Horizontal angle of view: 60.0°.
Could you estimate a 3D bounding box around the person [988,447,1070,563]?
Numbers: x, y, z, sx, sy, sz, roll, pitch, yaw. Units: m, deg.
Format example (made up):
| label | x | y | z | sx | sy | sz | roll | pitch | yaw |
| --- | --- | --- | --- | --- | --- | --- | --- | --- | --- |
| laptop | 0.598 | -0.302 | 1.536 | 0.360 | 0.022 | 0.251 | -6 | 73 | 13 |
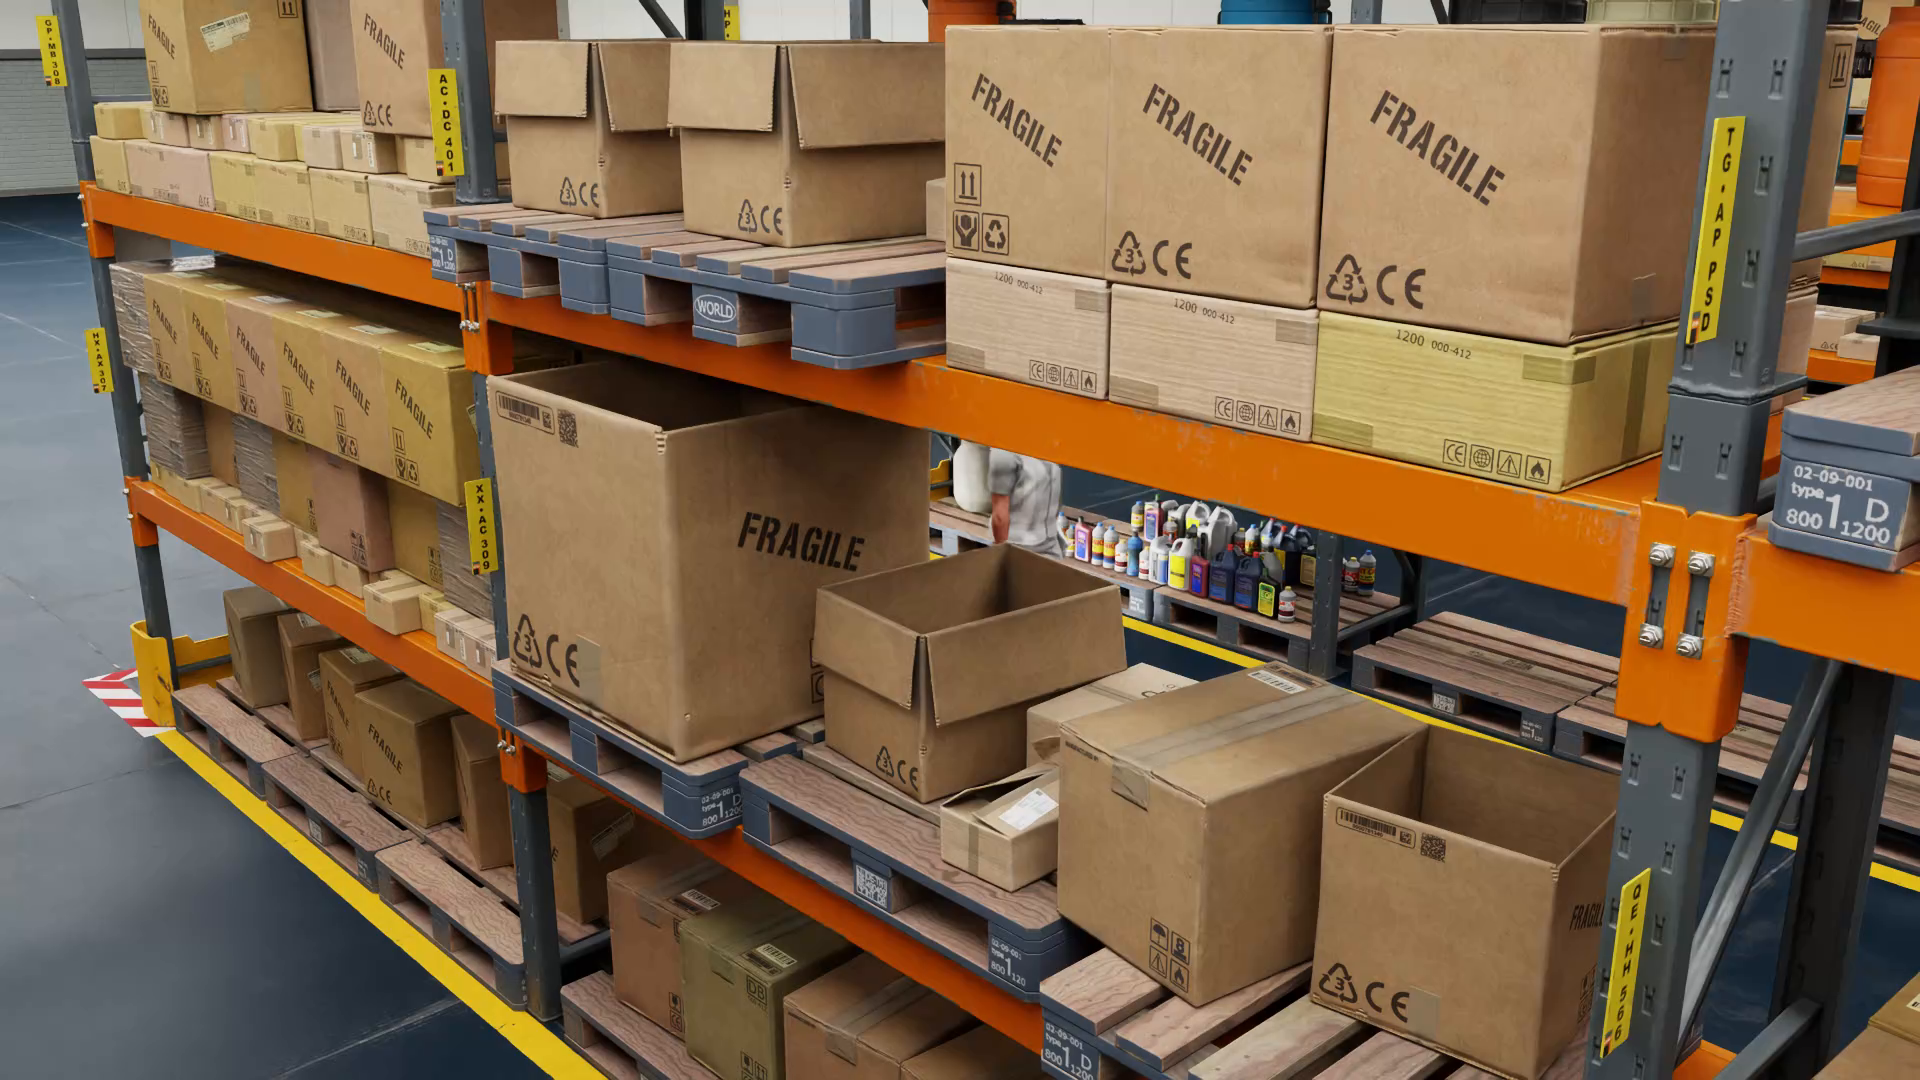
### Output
| label | x | y | z | sx | sy | sz | roll | pitch | yaw |
| --- | --- | --- | --- | --- | --- | --- | --- | --- | --- |
| person | 0.367 | 0.028 | 8.908 | 0.373 | 1.822 | 0.609 | 12 | 21 | 35 |
